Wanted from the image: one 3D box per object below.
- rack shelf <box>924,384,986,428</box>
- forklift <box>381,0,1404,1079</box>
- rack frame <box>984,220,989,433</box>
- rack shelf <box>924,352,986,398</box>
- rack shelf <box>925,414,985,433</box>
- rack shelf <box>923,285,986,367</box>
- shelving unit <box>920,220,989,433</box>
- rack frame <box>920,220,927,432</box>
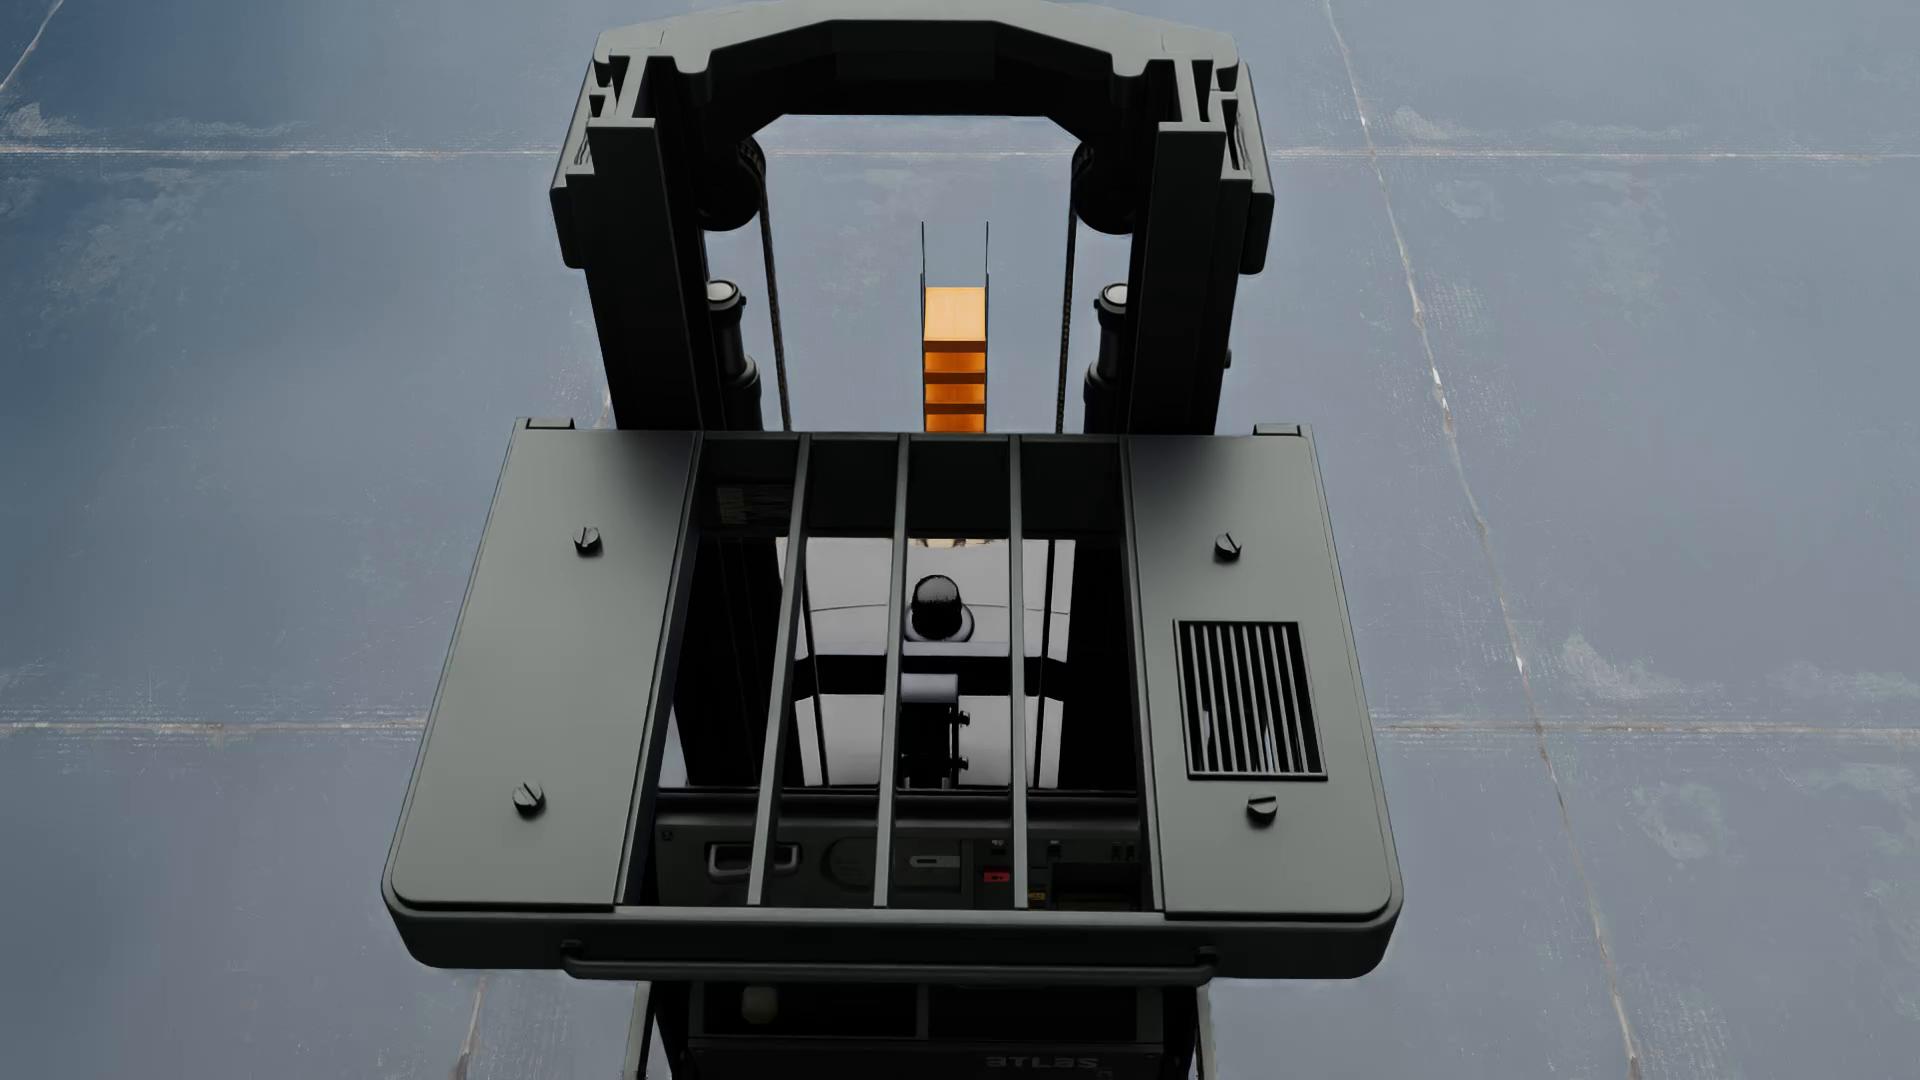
[{"bbox_3d":[-0.014,-0.460,5.012,0.180,0.103,0.258,0,47,0],"label":"rack shelf"},{"bbox_3d":[-0.067,0.762,2.795,1.130,2.935,3.031,1,47,1],"label":"forklift"},{"bbox_3d":[0.077,-0.409,5.067,0.006,1.200,0.240,0,47,0],"label":"rack frame"},{"bbox_3d":[-0.014,-0.542,4.924,0.180,0.103,0.258,0,47,0],"label":"rack shelf"},{"bbox_3d":[-0.014,-0.379,5.100,0.180,0.103,0.258,0,47,0],"label":"rack shelf"},{"bbox_3d":[-0.014,-0.624,4.836,0.180,0.103,0.258,0,47,0],"label":"rack shelf"},{"bbox_3d":[-0.014,-0.409,5.067,0.189,1.200,0.258,0,47,0],"label":"shelving unit"},{"bbox_3d":[-0.106,-0.409,5.067,0.006,1.200,0.240,0,47,0],"label":"rack frame"}]
